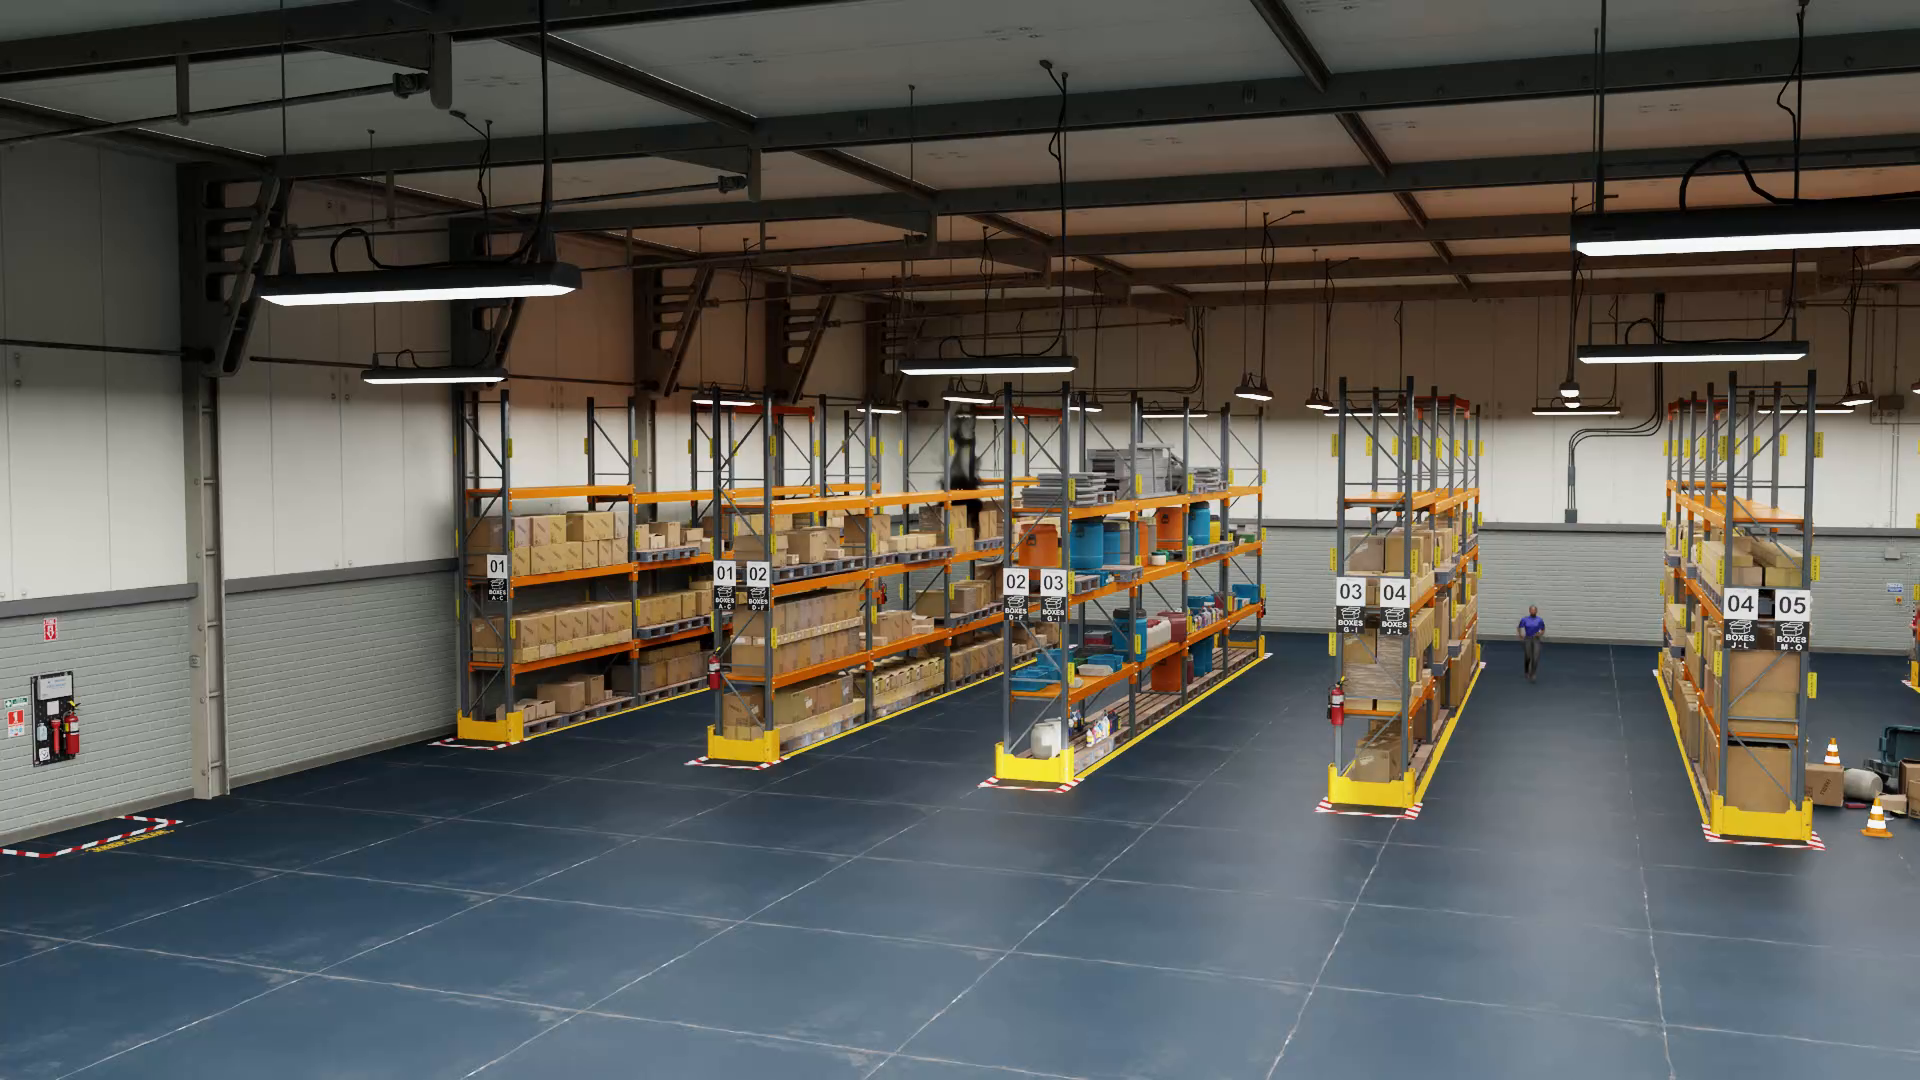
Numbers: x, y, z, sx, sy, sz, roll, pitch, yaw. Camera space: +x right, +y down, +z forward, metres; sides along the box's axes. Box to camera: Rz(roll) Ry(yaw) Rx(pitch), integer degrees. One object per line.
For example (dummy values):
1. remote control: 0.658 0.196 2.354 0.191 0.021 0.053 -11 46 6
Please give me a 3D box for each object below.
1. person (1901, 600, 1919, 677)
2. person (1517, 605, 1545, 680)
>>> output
1. person: 20.907 2.182 36.115 0.767 1.774 0.702 1 3 25
2. person: 12.286 2.209 35.743 0.555 1.631 0.643 1 3 14
